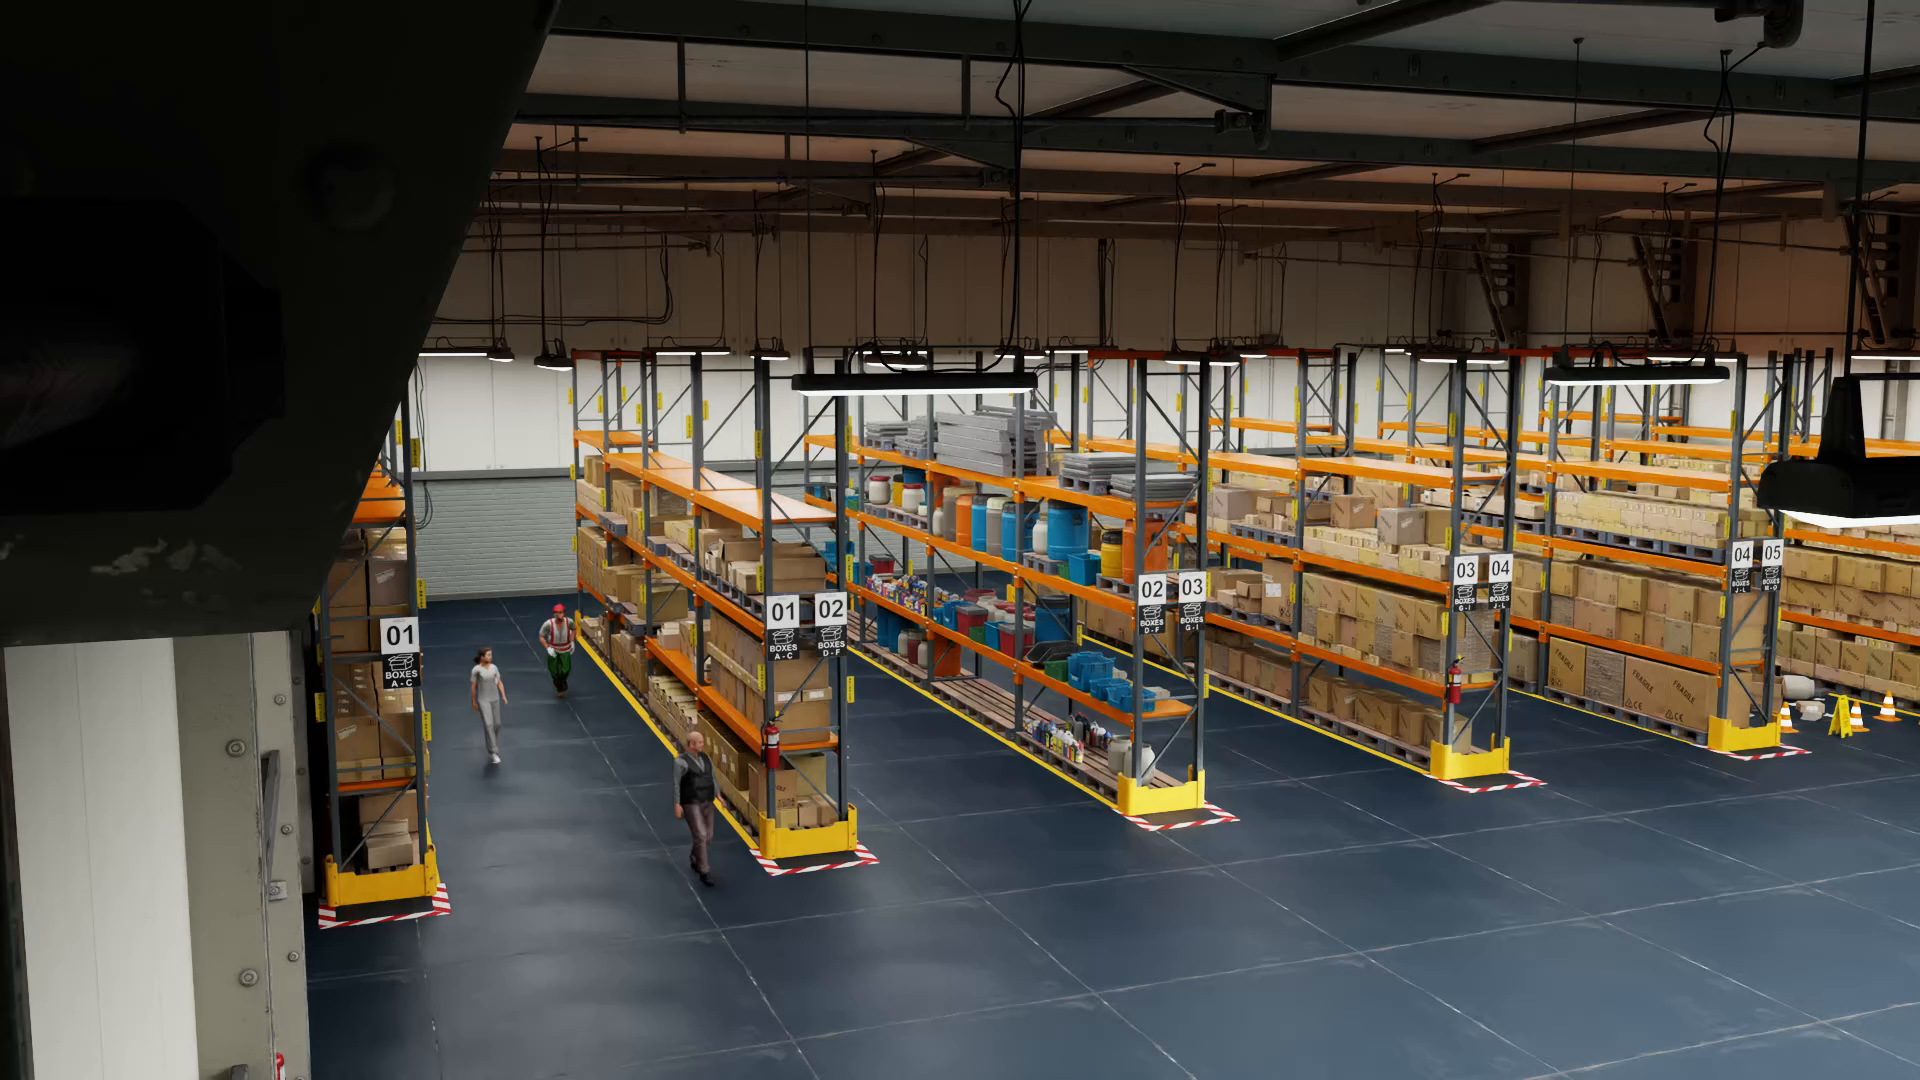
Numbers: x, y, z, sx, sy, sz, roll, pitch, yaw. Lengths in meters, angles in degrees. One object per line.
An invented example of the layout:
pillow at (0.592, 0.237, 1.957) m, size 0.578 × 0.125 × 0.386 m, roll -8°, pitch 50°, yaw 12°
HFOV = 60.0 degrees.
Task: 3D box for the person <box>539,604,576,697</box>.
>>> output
person at (-6.973, 1.921, 28.838) m, size 0.629 × 1.687 × 0.619 m, roll -2°, pitch 7°, yaw -12°

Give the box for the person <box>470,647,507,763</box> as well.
person at (-6.968, 2.437, 24.825) m, size 0.743 × 1.657 × 0.465 m, roll 6°, pitch 10°, yaw 42°

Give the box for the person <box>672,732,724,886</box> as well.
person at (-2.972, 3.107, 19.370) m, size 0.758 × 1.711 × 0.580 m, roll 6°, pitch 9°, yaw 41°
